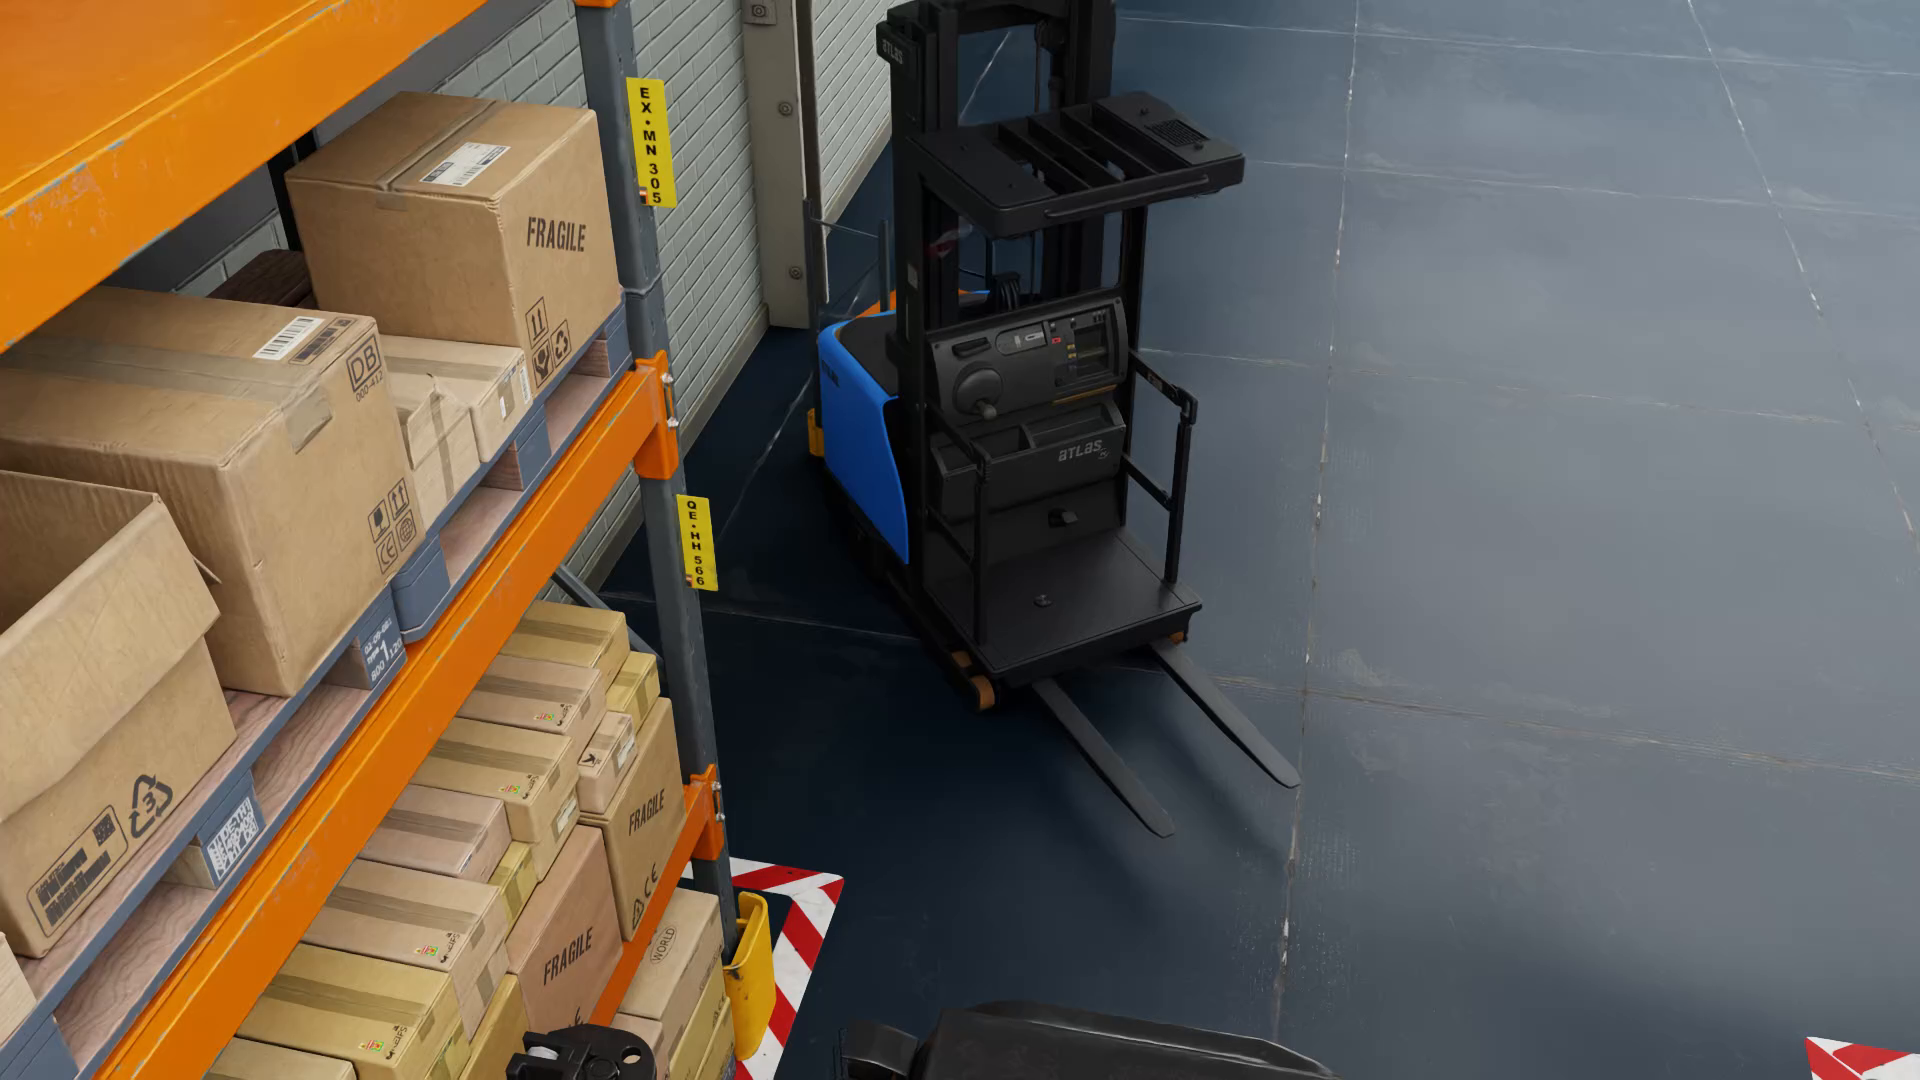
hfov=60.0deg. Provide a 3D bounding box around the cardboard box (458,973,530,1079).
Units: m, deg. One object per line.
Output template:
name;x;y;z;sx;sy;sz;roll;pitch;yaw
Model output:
cardboard box;-1.359;1.364;3.997;0.500;0.500;0.500;7;36;9

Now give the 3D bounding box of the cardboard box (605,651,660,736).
cardboard box;-1.082;0.430;4.733;0.380;0.149;0.250;8;37;11

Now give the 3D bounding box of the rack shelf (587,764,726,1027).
rack shelf;-1.709;1.937;3.905;1.077;0.370;4.000;7;37;10

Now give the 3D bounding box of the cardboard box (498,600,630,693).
cardboard box;-1.152;0.307;4.649;0.380;0.149;0.250;7;37;10

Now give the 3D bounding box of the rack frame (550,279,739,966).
rack frame;-1.281;0.499;5.276;1.000;3.000;0.127;7;37;10

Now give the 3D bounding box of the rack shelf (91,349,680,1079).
rack shelf;-1.709;0.722;3.024;1.077;0.370;4.000;7;37;10

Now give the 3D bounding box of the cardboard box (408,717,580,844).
cardboard box;-1.204;0.606;4.237;0.380;0.149;0.250;8;37;11

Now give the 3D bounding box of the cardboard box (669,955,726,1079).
cardboard box;-1.080;1.558;5.374;0.500;0.250;0.500;7;36;9

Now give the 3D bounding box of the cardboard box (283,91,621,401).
cardboard box;-1.138;-0.682;3.821;0.500;0.500;0.500;8;37;11

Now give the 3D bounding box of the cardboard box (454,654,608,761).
cardboard box;-1.174;0.452;4.448;0.380;0.149;0.250;7;37;10

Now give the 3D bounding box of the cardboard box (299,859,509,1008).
cardboard box;-1.277;0.903;3.827;0.380;0.149;0.250;8;37;11

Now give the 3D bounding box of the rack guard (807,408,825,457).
rack guard;-0.569;-0.516;9.019;0.587;0.250;0.087;20;41;26

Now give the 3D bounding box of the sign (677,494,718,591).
sign;-0.754;0.010;4.761;0.100;0.325;0.005;7;37;10

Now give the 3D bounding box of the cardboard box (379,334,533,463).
cardboard box;-1.162;-0.311;3.609;0.380;0.149;0.250;6;36;9

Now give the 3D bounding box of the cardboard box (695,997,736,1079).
cardboard box;-1.073;1.751;5.533;0.500;0.250;0.500;8;37;10

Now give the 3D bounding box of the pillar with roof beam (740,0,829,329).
pillar with roof beam;3.177;-4.544;7.122;9.100;9.000;0.400;7;37;10

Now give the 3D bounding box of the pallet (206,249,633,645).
pallet;-1.458;-0.278;3.866;1.003;0.211;1.213;7;37;10

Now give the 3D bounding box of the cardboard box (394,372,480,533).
cardboard box;-1.216;-0.213;3.374;0.396;0.266;0.258;7;37;10

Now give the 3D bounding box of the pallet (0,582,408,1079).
pallet;-1.716;0.424;2.899;1.003;0.211;1.213;7;37;10

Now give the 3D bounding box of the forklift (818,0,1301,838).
forklift;0.407;-0.717;7.012;1.130;2.935;3.031;-17;39;-22

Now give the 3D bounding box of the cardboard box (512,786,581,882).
cardboard box;-1.223;0.721;4.331;0.380;0.149;0.250;8;37;11

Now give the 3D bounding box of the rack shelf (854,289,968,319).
rack shelf;-0.299;-1.129;9.106;0.538;0.185;1.000;20;41;26

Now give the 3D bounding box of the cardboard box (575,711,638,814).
cardboard box;-1.107;0.580;4.526;0.380;0.149;0.250;8;37;11

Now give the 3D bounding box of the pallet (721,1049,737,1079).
pallet;-1.404;2.072;5.482;1.003;0.211;1.213;7;37;10

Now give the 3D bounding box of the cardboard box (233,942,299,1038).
cardboard box;-1.851;1.298;4.088;0.500;0.500;0.500;7;37;10

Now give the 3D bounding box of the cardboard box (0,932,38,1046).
cardboard box;-1.522;0.609;2.240;0.396;0.266;0.258;6;36;9

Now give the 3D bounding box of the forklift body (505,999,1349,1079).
forklift body;0.096;2.158;3.709;2.313;2.155;1.214;7;37;10

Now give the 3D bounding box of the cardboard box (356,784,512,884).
cardboard box;-1.330;0.739;4.053;0.380;0.149;0.250;8;37;10

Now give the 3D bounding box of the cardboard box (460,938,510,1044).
cardboard box;-1.298;1.021;3.918;0.380;0.149;0.250;6;36;8

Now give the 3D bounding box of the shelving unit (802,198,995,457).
shelving unit;-0.304;-1.270;8.994;0.587;1.500;1.083;20;41;26

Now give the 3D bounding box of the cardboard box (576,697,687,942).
cardboard box;-1.130;0.774;4.812;0.500;0.500;0.500;7;36;9

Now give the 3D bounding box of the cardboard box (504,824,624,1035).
cardboard box;-1.250;1.070;4.403;0.500;0.500;0.500;8;37;11

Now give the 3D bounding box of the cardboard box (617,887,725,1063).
cardboard box;-1.075;1.341;5.248;0.500;0.250;0.500;8;37;12

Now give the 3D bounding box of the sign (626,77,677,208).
sign;-0.754;-0.966;4.054;0.100;0.325;0.005;7;37;10

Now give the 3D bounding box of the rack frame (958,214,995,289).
rack frame;-0.029;-1.527;9.349;0.500;1.500;0.032;20;41;26

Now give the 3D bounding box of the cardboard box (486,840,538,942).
cardboard box;-1.287;0.862;4.137;0.380;0.149;0.250;7;37;10

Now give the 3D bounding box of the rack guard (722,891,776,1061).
rack guard;-1.276;1.497;6.028;1.175;0.500;0.348;7;37;10

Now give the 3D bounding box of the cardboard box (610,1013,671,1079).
cardboard box;-1.178;1.634;4.843;0.500;0.250;0.500;8;37;11

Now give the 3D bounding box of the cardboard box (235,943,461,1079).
cardboard box;-1.327;1.051;3.622;0.380;0.149;0.250;8;37;11

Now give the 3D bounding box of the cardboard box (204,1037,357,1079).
cardboard box;-1.474;1.187;3.434;0.380;0.149;0.250;8;37;11

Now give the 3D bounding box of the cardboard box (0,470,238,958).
cardboard box;-1.617;0.222;2.571;0.797;0.503;0.637;8;37;11

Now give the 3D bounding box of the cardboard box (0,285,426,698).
cardboard box;-1.454;-0.108;3.028;0.700;0.500;0.500;8;37;10

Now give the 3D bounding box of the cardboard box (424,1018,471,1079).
cardboard box;-1.332;1.168;3.714;0.380;0.149;0.250;8;37;10

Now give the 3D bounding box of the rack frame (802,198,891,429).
rack frame;-0.570;-1.022;8.652;0.500;1.500;0.032;20;41;26

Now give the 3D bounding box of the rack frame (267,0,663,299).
rack frame;-1.281;-1.930;3.515;1.000;3.000;0.127;7;37;10
